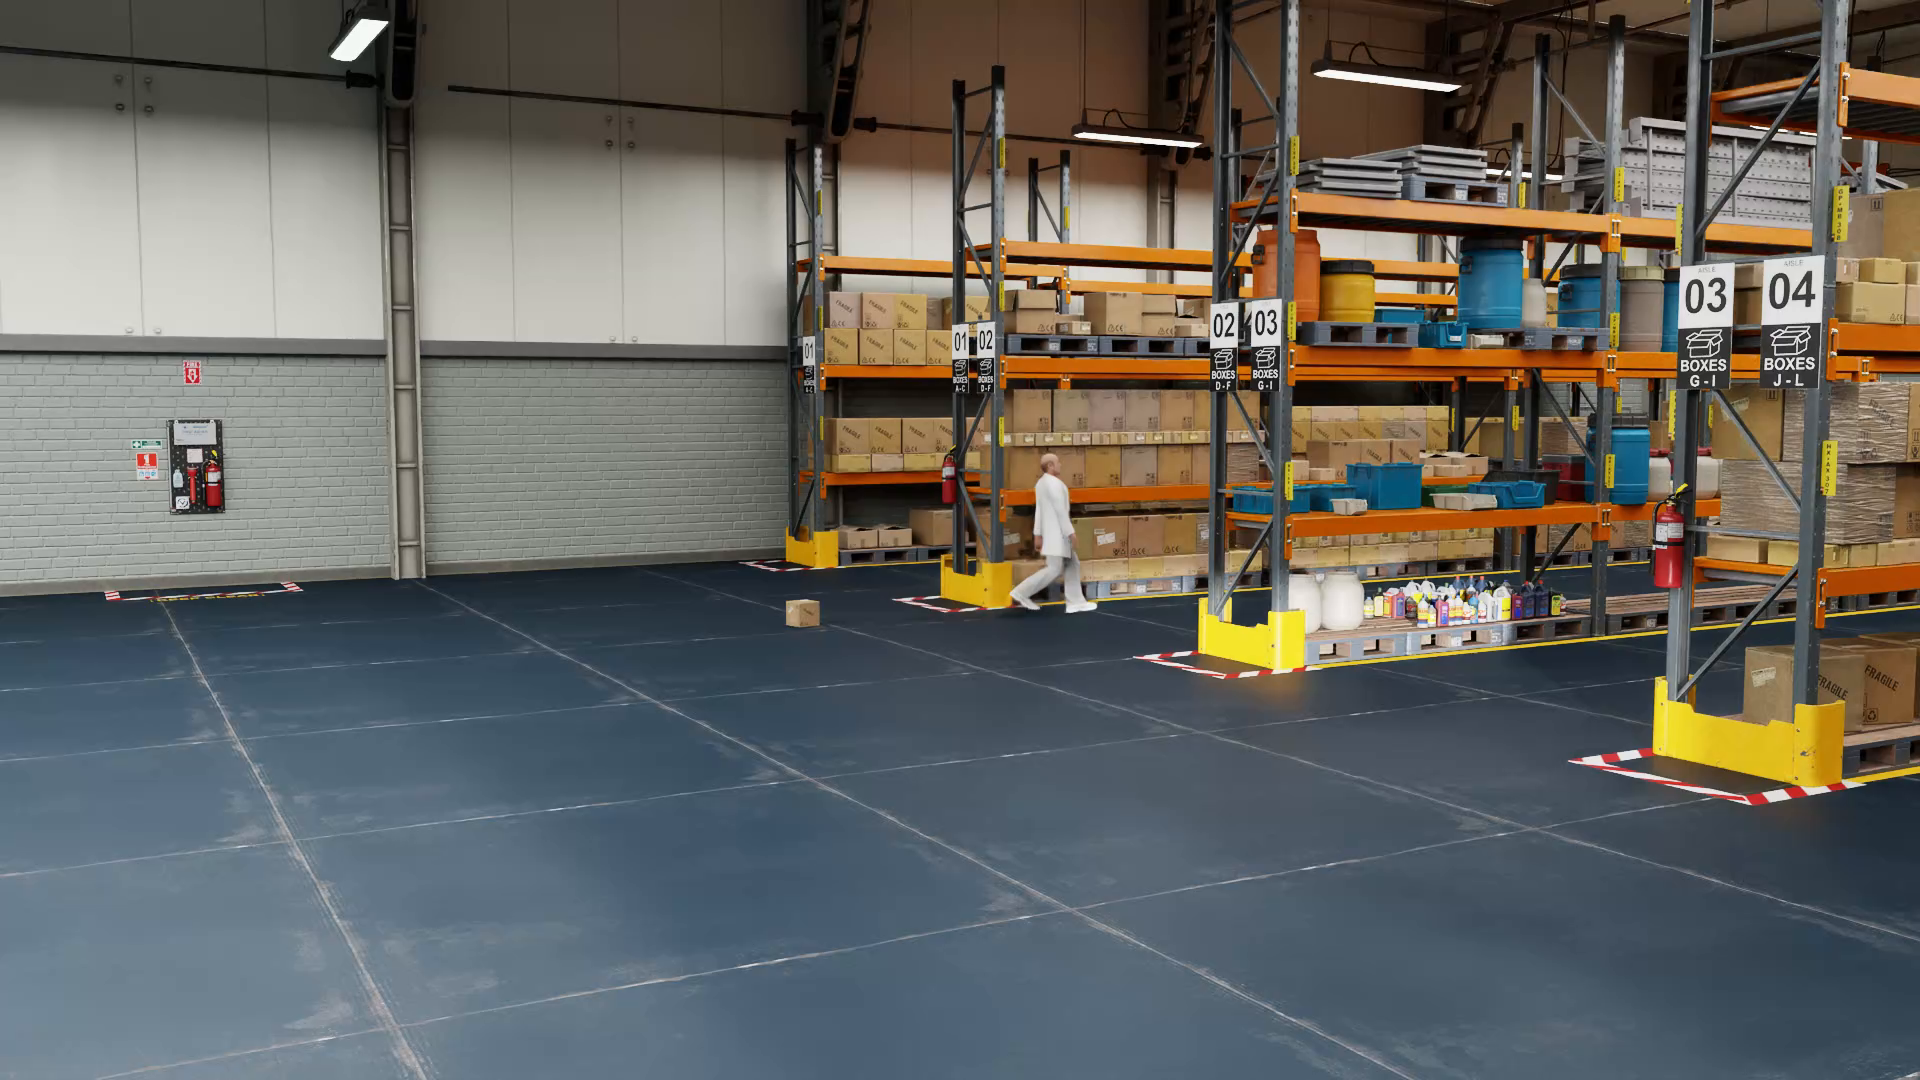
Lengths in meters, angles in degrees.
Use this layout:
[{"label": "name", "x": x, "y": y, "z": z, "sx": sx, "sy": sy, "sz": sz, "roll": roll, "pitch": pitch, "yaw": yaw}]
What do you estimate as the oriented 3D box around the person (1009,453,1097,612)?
[{"label": "person", "x": 1.012, "y": -0.067, "z": 17.935, "sx": 1.042, "sy": 1.732, "sz": 0.618, "roll": -1, "pitch": 5, "yaw": -12}]
